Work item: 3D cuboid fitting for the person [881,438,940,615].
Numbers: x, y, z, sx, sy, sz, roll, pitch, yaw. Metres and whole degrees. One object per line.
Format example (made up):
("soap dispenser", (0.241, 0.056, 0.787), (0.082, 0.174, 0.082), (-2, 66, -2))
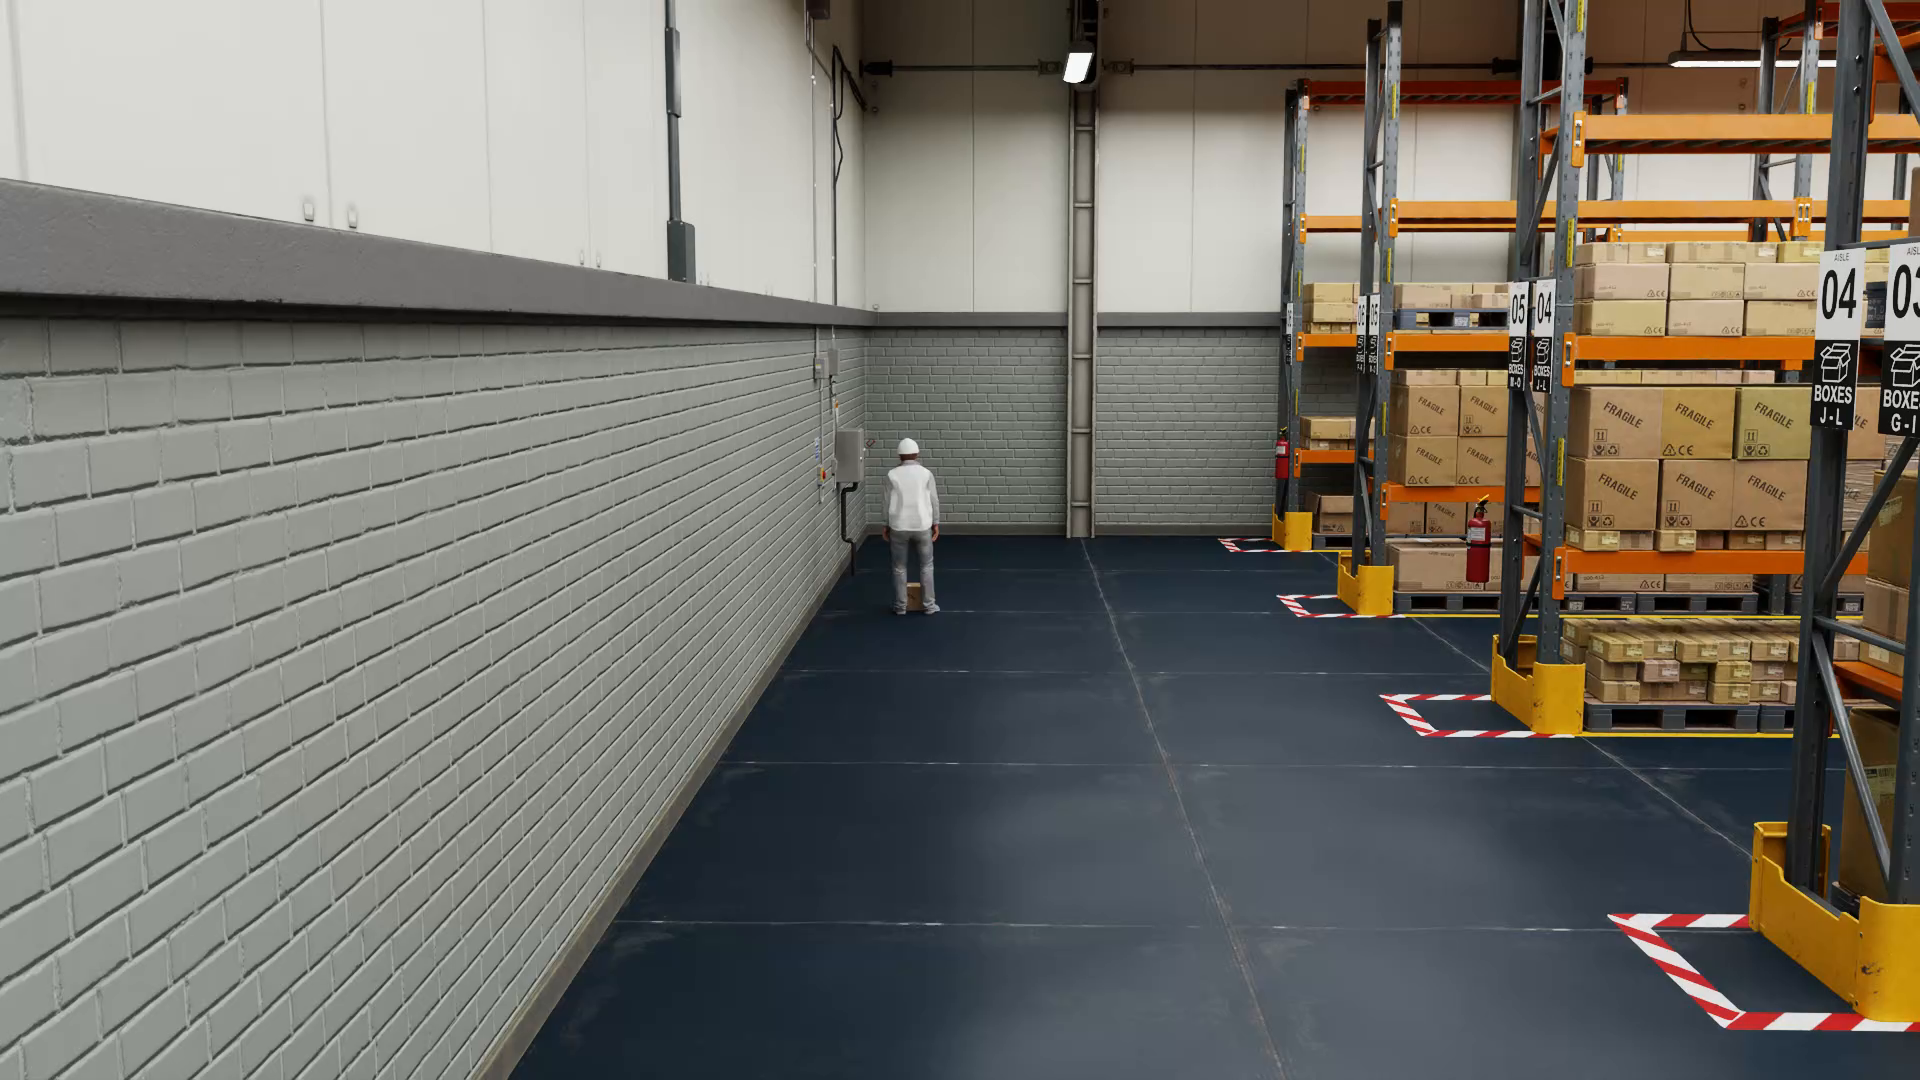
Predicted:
("person", (-0.498, -0.137, 16.754), (0.594, 1.771, 0.464), (0, 7, -2))
